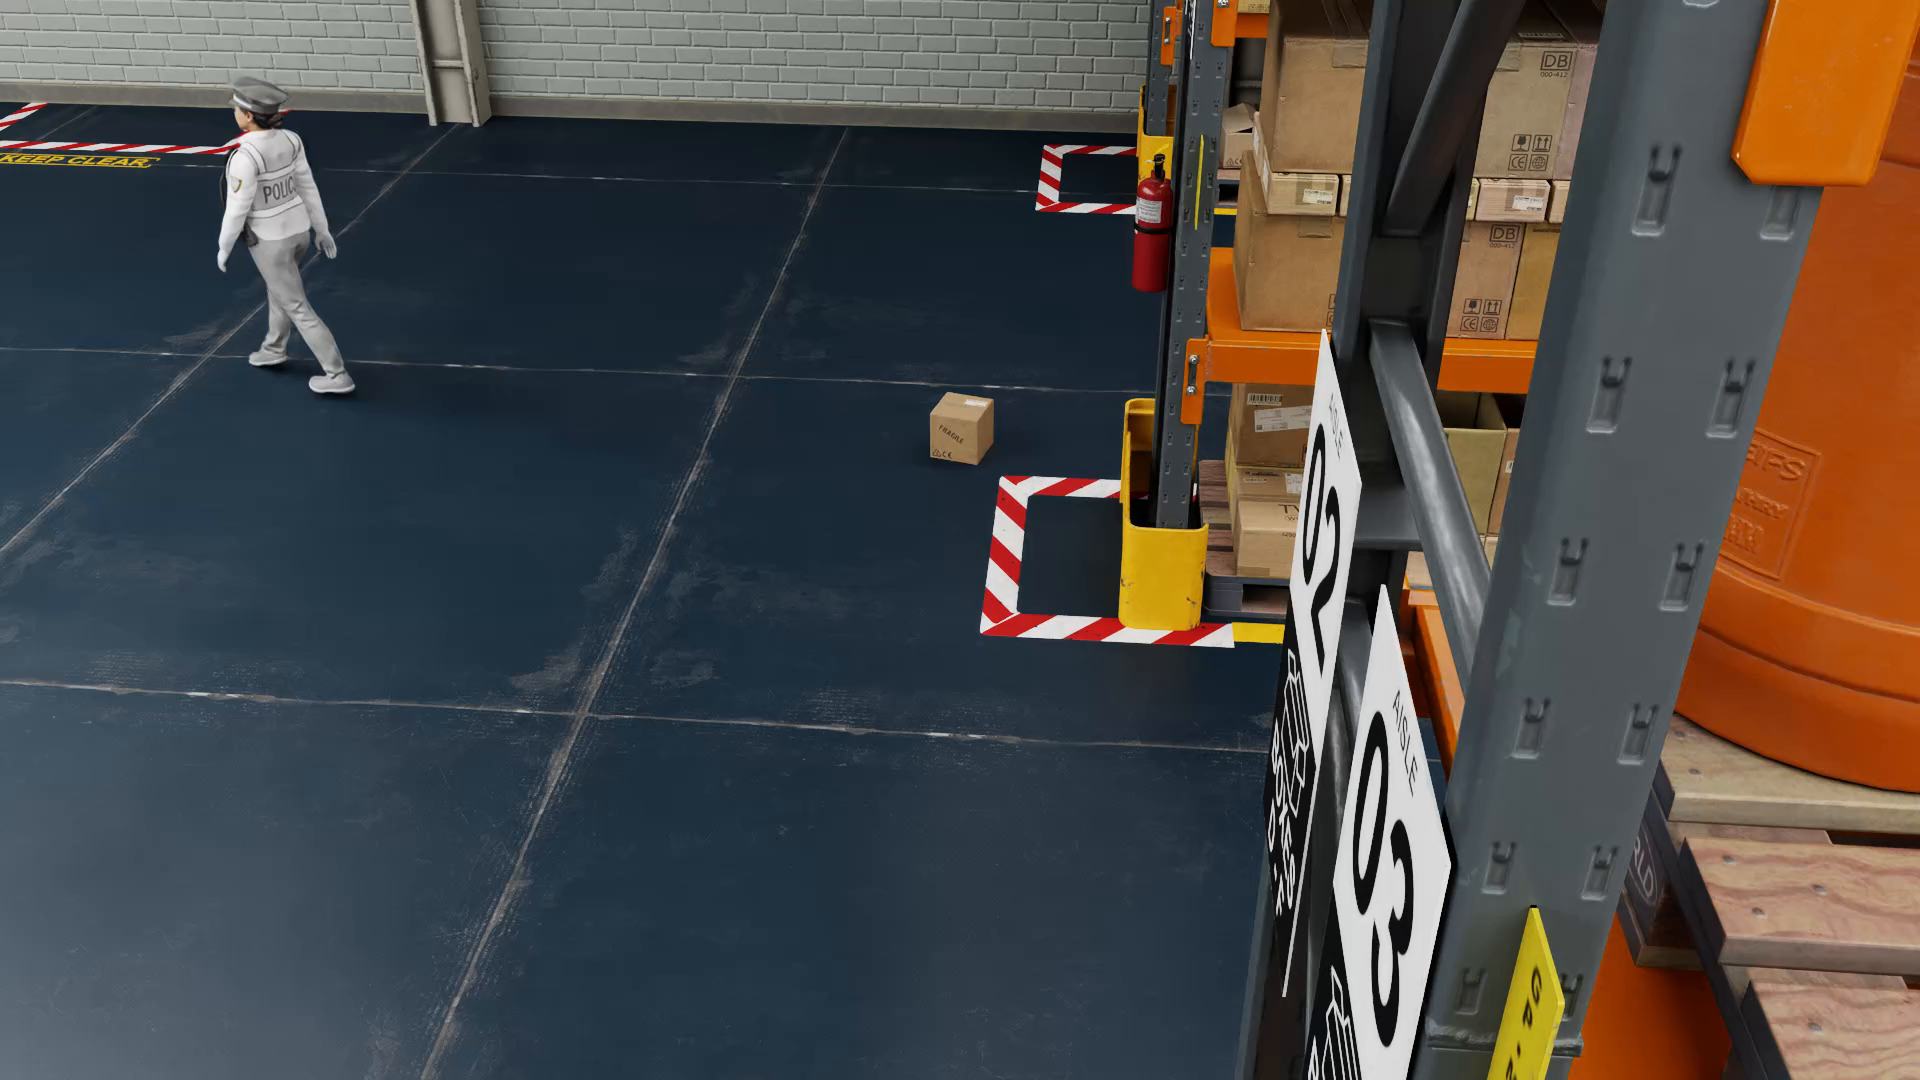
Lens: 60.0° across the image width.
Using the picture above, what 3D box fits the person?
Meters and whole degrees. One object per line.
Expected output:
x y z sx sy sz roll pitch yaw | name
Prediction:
-3.605 -1.563 8.586 0.831 1.677 0.517 10 34 16 | person
